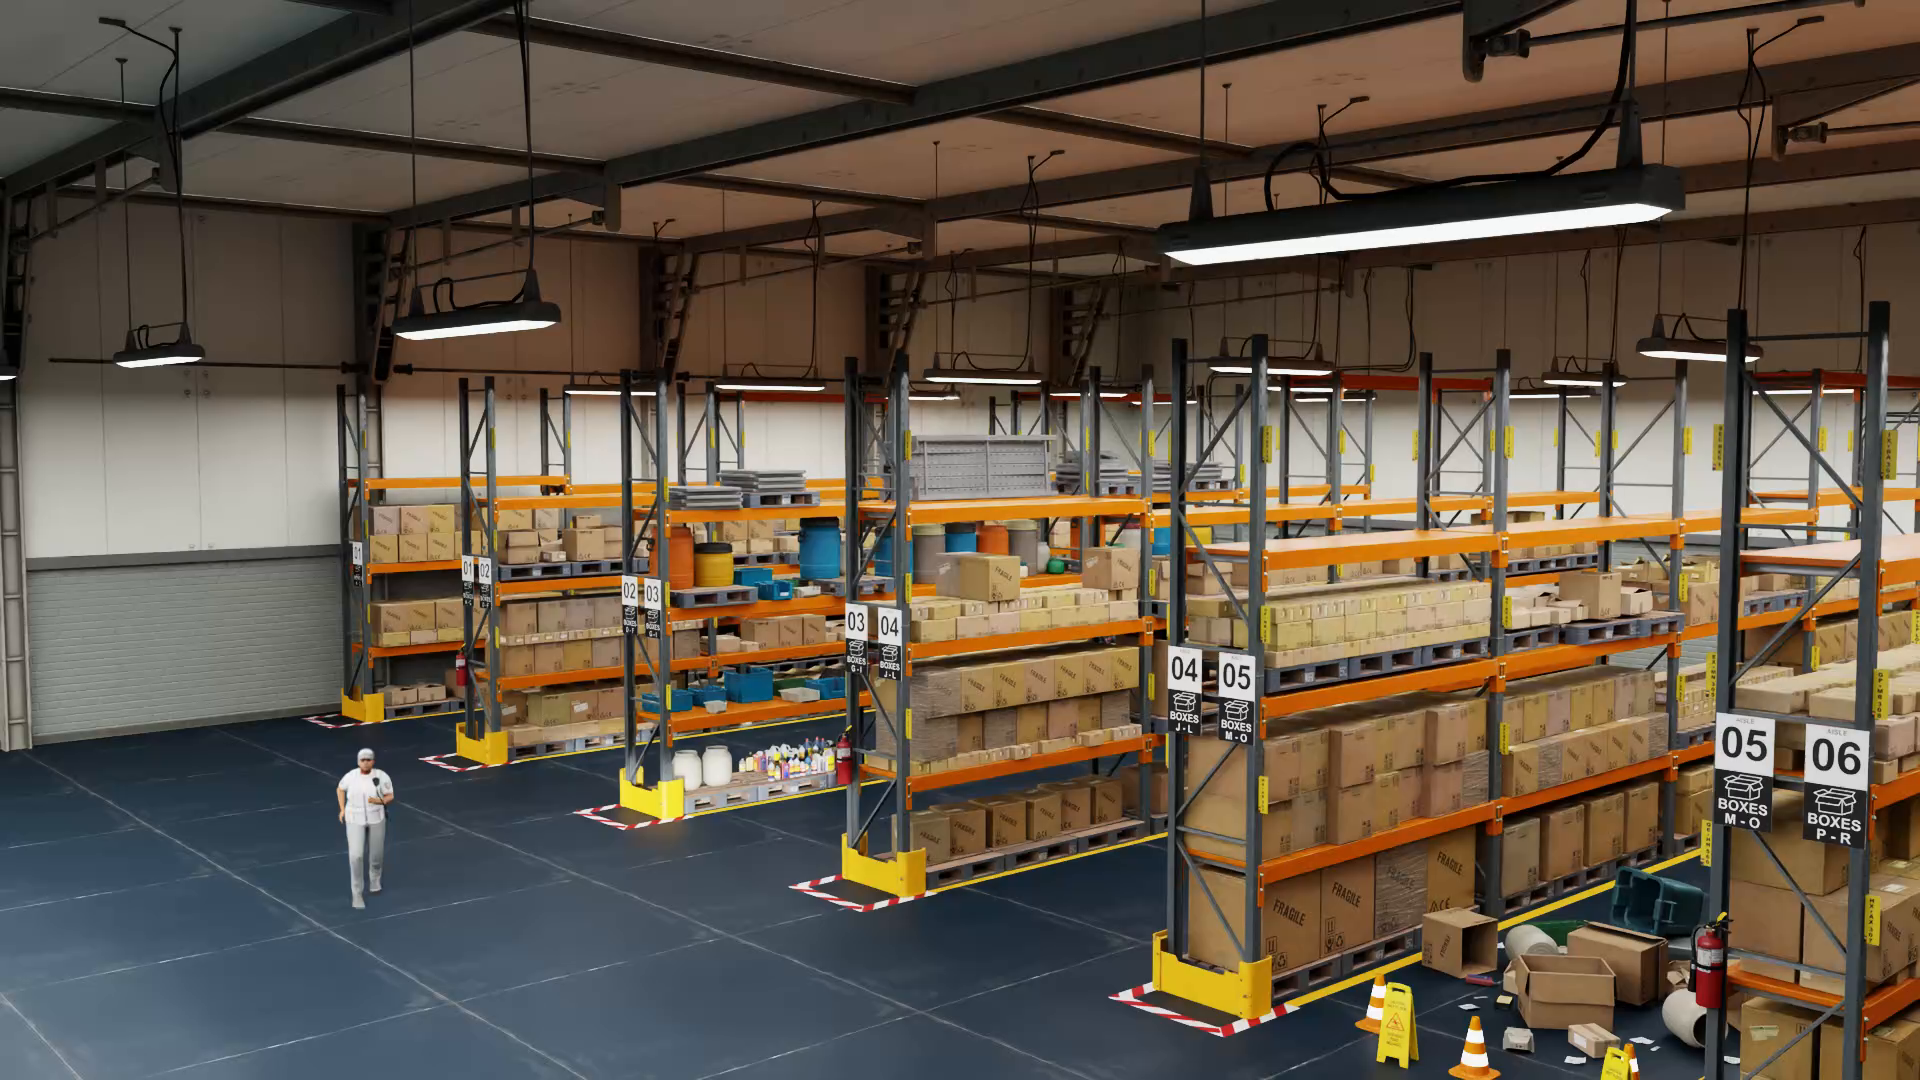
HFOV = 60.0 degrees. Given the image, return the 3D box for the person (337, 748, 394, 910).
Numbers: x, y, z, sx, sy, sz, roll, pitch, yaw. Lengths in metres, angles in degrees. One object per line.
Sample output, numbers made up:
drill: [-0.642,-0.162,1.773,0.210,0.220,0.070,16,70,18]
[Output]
person: [-6.520,3.139,18.268,0.579,1.727,0.764,-2,4,-22]

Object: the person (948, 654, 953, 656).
person: [-0.444,2.164,28.837,0.652,1.756,0.617,-4,5,-43]
